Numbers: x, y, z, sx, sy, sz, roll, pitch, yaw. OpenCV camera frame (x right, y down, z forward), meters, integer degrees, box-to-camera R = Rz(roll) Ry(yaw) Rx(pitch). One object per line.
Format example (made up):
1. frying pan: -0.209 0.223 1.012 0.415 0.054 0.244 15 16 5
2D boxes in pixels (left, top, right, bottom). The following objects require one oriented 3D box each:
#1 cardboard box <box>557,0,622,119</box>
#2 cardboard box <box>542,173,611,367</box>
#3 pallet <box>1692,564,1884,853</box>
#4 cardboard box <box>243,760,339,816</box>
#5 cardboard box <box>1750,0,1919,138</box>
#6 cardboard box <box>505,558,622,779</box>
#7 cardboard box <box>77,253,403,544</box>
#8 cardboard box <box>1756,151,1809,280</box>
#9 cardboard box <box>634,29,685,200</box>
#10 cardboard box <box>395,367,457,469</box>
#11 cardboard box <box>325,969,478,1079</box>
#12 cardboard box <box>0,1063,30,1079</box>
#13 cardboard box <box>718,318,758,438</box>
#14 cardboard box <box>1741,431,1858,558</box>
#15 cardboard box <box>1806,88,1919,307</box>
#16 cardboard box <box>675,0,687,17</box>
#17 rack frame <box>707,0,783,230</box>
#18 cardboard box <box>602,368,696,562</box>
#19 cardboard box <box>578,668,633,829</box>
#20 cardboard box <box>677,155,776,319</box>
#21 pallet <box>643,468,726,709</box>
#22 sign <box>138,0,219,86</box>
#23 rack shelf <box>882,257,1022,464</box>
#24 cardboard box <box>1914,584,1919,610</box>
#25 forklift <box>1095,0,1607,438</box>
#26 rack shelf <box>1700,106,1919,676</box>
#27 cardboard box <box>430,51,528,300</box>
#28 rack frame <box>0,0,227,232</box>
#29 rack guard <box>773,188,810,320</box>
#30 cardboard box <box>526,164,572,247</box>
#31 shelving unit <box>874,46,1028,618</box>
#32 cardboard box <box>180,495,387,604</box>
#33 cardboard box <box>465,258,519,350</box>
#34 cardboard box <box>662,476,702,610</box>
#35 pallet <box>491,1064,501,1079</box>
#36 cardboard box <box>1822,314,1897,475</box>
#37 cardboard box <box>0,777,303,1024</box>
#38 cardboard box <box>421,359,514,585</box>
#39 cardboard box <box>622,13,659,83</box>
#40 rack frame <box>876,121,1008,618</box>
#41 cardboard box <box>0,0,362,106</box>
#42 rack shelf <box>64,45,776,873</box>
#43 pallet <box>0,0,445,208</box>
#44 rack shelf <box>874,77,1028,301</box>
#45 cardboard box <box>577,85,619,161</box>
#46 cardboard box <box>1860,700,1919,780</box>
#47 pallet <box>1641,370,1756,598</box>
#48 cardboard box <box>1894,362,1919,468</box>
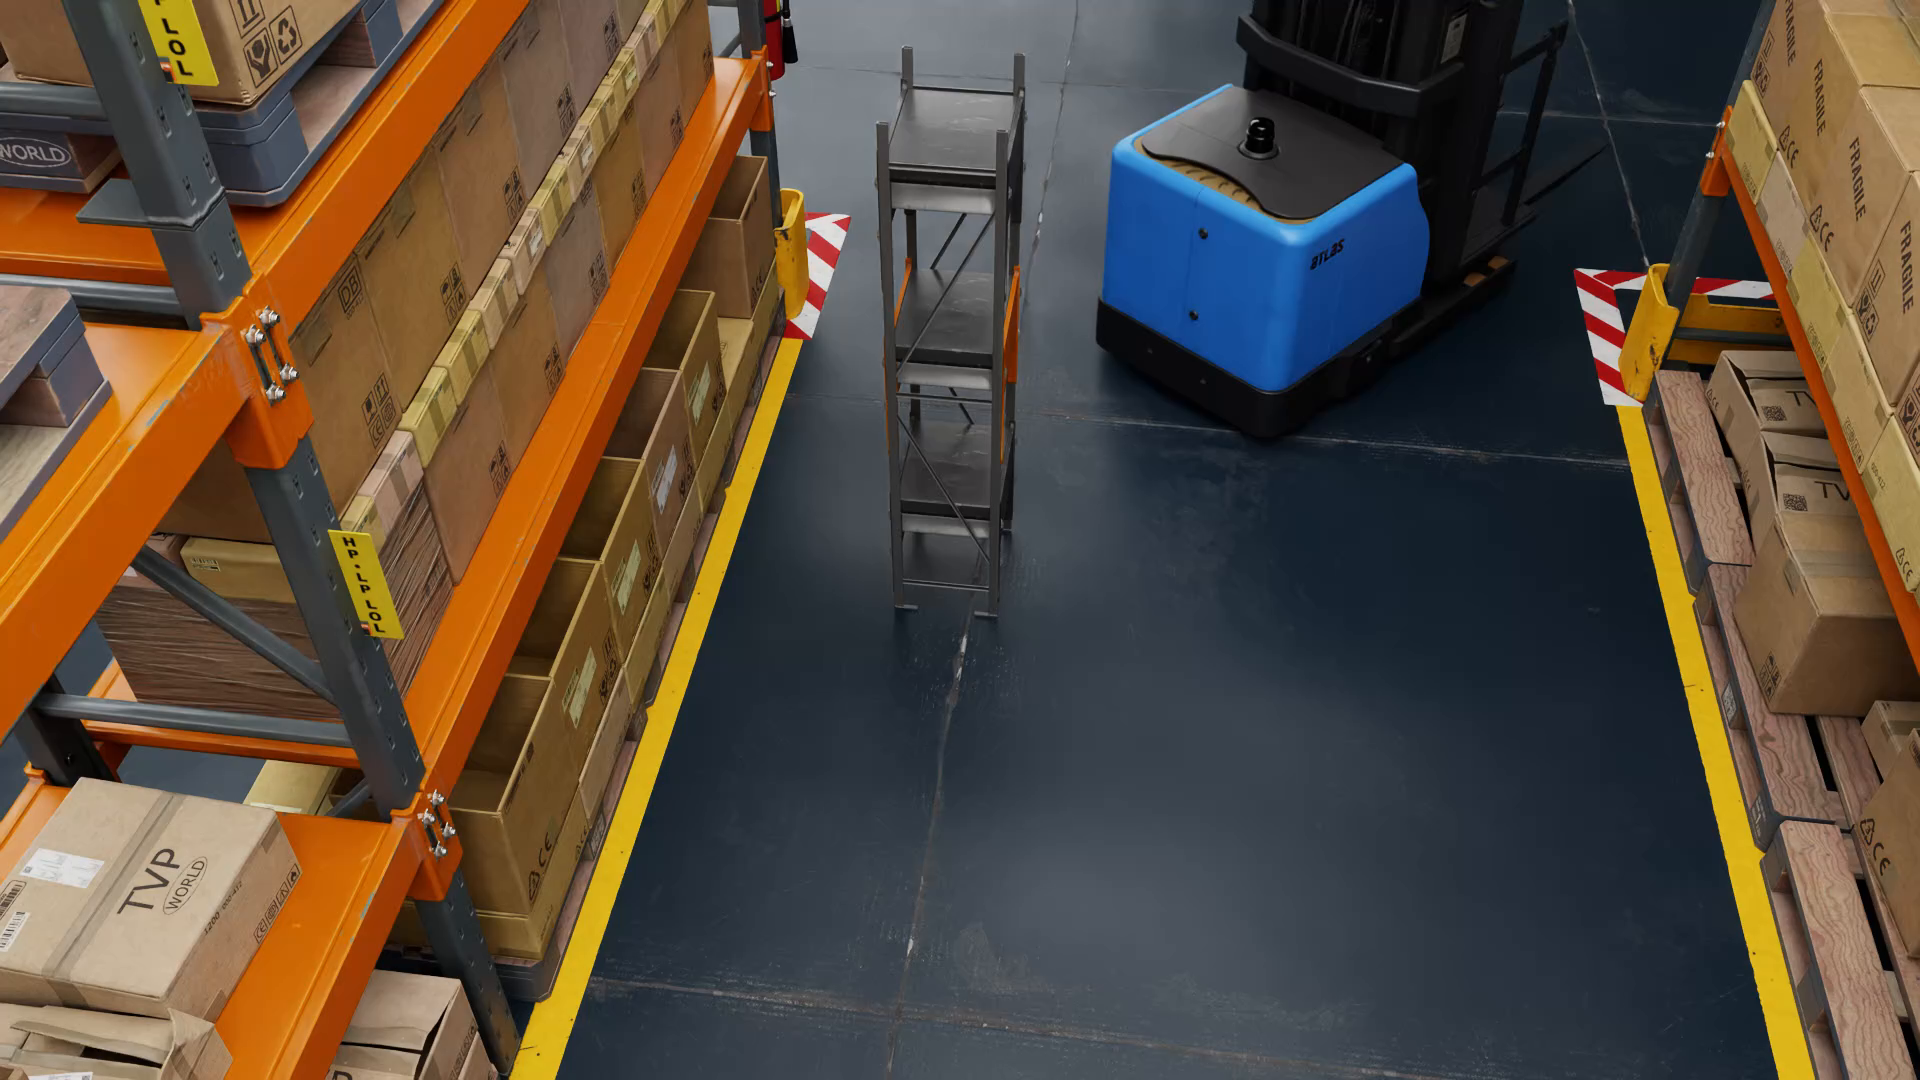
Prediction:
1. cardboard box: -1.535 -1.727 5.376 0.700 0.500 0.500 5 44 6
2. cardboard box: -1.600 -0.939 5.488 0.700 0.500 0.500 6 44 7
3. pallet: 3.271 0.616 5.946 1.003 0.211 1.213 5 44 6
4. cardboard box: -2.008 0.961 5.248 0.500 0.250 0.500 5 44 6
5. cardboard box: 3.226 -1.755 5.971 0.500 0.500 0.500 5 44 6
6. cardboard box: -1.423 0.395 5.300 0.500 0.500 0.500 5 44 6
7. cardboard box: -1.800 -0.360 3.932 0.700 0.500 0.500 5 44 6
8. cardboard box: 3.153 -1.122 5.847 0.500 0.250 0.500 4 44 4
9. cardboard box: -1.463 -1.636 6.224 0.700 0.500 0.500 6 44 7
10. cardboard box: -1.560 -0.334 4.377 0.380 0.149 0.250 4 44 4
11. cardboard box: -1.622 1.395 4.382 0.500 0.311 0.500 5 44 6
12. cardboard box: -2.040 1.295 3.128 0.500 0.500 0.500 8 44 9
13. cardboard box: -1.156 -0.695 6.997 0.500 0.250 0.500 5 44 6
14. cardboard box: 3.331 -0.159 6.372 0.500 0.311 0.500 9 44 9
15. cardboard box: 3.076 -1.067 5.245 0.500 0.500 0.500 4 44 4
16. cardboard box: -1.219 -2.091 6.232 0.380 0.149 0.250 6 44 7
17. rack frame: -1.324 -2.275 6.971 1.000 3.000 0.127 5 44 6
18. cardboard box: -1.285 -0.286 6.019 0.500 0.500 0.500 5 44 6
19. cardboard box: -1.420 0.668 5.558 0.500 0.250 0.500 5 44 6
20. cardboard box: -1.100 -1.309 7.100 0.500 0.500 0.500 5 44 6
21. pallet: -1.547 0.091 6.500 1.003 0.211 1.213 5 44 6
22. sign: -1.314 -0.898 2.730 0.100 0.325 0.005 5 44 6
23. rack shelf: -0.022 -0.640 5.918 0.431 0.518 0.480 5 44 6
24. cardboard box: 2.894 0.256 4.392 0.500 0.250 0.500 5 44 6
25. forklift: 2.029 -2.402 7.155 3.031 2.935 1.130 -34 53 -30
26. rack shelf: 3.322 -0.203 5.306 1.077 0.370 4.000 5 44 6
27. cardboard box: -1.668 -1.045 4.656 0.700 0.500 0.500 5 44 5
28. rack frame: -1.853 -1.728 2.030 1.000 3.000 0.127 5 44 6
29. rack guard: -1.321 -1.384 7.848 1.175 0.500 0.348 5 44 6
30. cardboard box: -1.424 -1.043 5.125 0.380 0.149 0.250 5 44 5
31. shelving unit: -0.022 -0.650 5.909 0.431 2.100 0.503 5 44 6
32. cardboard box: -1.625 0.013 4.010 0.380 0.149 0.250 5 44 5
33. cardboard box: -1.491 -0.683 4.745 0.380 0.149 0.250 4 44 4
34. cardboard box: -1.288 -0.014 6.277 0.500 0.250 0.500 5 44 6
35. pallet: -1.912 1.969 4.517 1.003 0.211 1.213 5 44 6
36. cardboard box: 3.011 -0.431 5.118 0.500 0.250 0.500 6 44 6
37. cardboard box: -1.875 0.845 3.785 0.500 0.250 0.500 8 44 8
38. cardboard box: -1.737 -0.249 4.758 0.700 0.500 0.500 5 44 5
39. cardboard box: -1.288 -1.746 5.867 0.380 0.149 0.250 6 44 6
40. rack frame: -0.054 -0.483 5.733 0.400 2.100 0.015 5 44 6
41. cardboard box: -1.525 -1.198 3.171 0.500 0.500 0.500 9 44 9
42. rack shelf: -1.588 -0.651 5.779 1.077 0.370 4.000 5 44 6
43. pallet: -1.766 -1.190 3.708 1.003 0.211 1.213 5 44 6
44. rack shelf: -0.022 -1.148 5.437 0.431 0.518 0.480 5 44 6
45. cardboard box: -1.355 -1.387 5.489 0.380 0.149 0.250 6 44 7
46. cardboard box: 3.289 0.686 5.598 0.380 0.149 0.250 2 43 2
47. pallet: 3.434 -0.213 6.821 1.003 0.211 1.213 5 44 6
48. cardboard box: 2.951 -0.360 4.498 0.500 0.500 0.500 4 44 4
